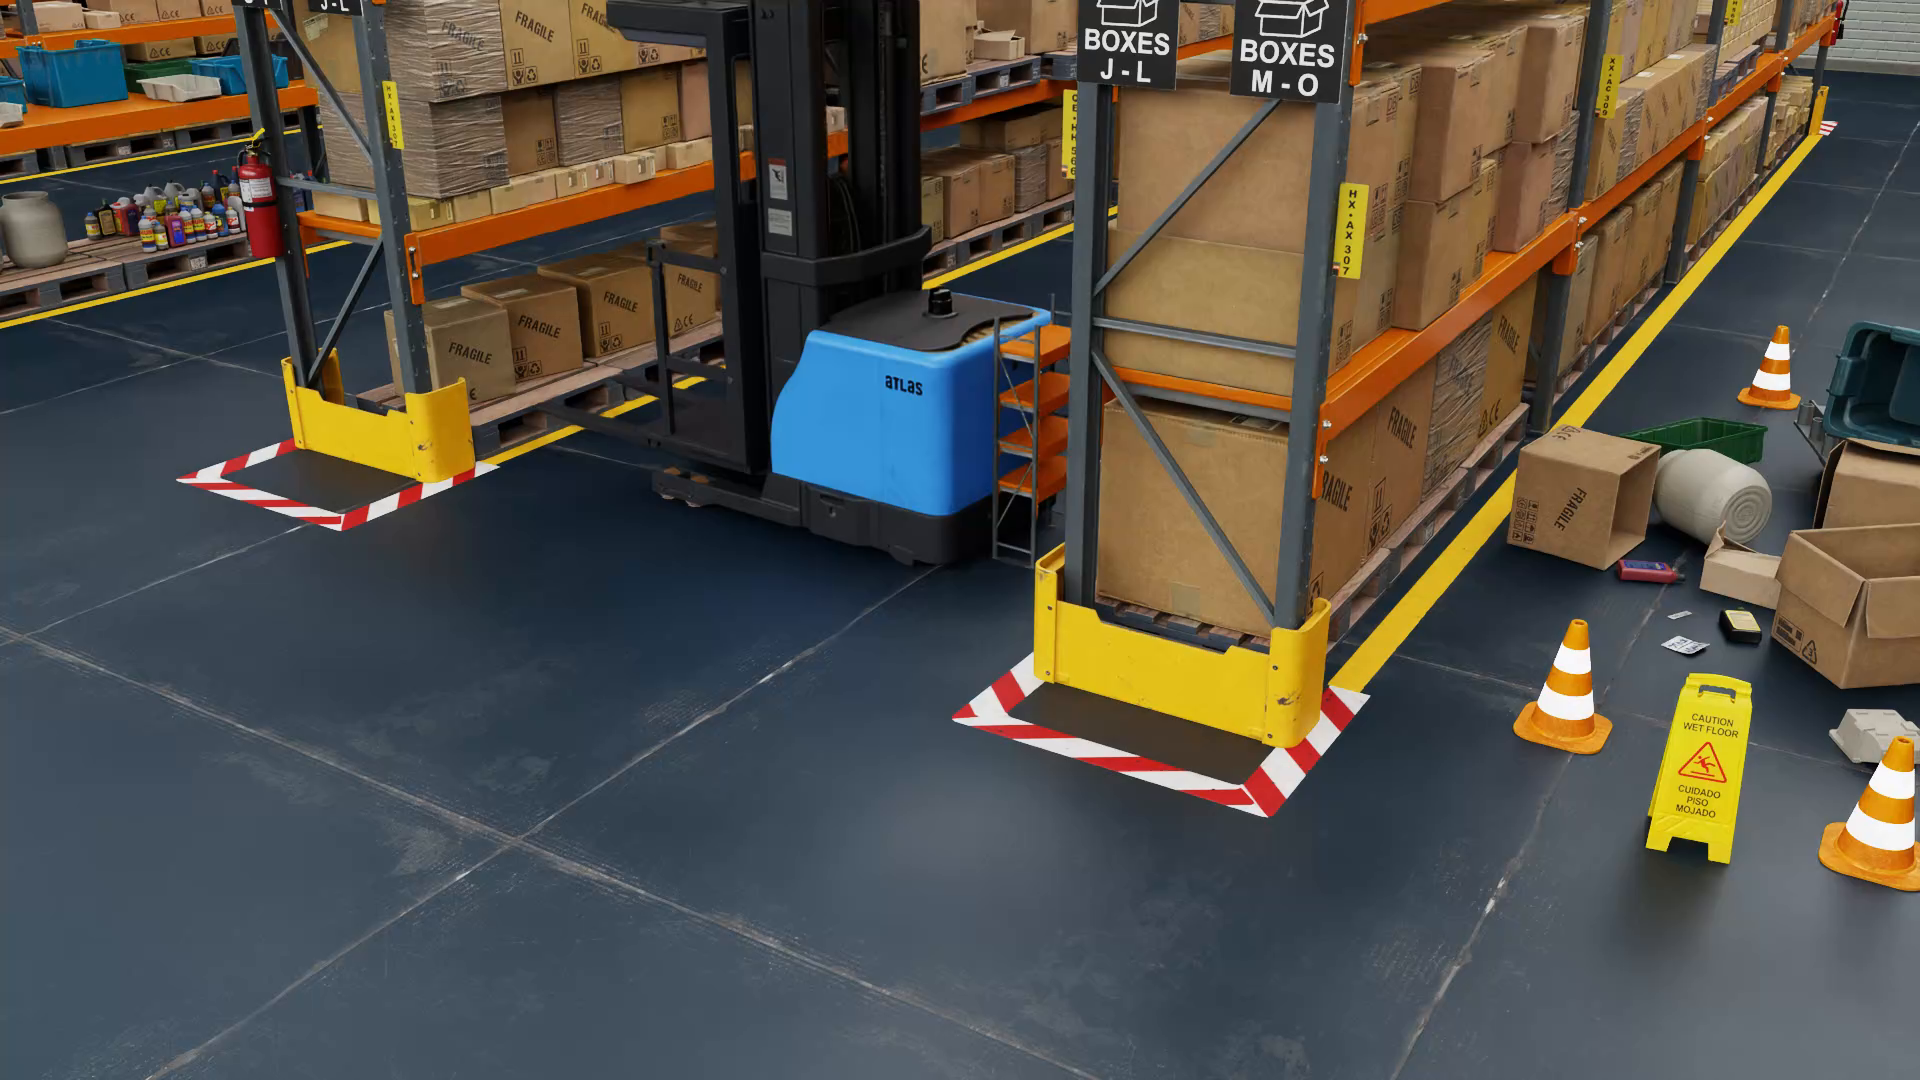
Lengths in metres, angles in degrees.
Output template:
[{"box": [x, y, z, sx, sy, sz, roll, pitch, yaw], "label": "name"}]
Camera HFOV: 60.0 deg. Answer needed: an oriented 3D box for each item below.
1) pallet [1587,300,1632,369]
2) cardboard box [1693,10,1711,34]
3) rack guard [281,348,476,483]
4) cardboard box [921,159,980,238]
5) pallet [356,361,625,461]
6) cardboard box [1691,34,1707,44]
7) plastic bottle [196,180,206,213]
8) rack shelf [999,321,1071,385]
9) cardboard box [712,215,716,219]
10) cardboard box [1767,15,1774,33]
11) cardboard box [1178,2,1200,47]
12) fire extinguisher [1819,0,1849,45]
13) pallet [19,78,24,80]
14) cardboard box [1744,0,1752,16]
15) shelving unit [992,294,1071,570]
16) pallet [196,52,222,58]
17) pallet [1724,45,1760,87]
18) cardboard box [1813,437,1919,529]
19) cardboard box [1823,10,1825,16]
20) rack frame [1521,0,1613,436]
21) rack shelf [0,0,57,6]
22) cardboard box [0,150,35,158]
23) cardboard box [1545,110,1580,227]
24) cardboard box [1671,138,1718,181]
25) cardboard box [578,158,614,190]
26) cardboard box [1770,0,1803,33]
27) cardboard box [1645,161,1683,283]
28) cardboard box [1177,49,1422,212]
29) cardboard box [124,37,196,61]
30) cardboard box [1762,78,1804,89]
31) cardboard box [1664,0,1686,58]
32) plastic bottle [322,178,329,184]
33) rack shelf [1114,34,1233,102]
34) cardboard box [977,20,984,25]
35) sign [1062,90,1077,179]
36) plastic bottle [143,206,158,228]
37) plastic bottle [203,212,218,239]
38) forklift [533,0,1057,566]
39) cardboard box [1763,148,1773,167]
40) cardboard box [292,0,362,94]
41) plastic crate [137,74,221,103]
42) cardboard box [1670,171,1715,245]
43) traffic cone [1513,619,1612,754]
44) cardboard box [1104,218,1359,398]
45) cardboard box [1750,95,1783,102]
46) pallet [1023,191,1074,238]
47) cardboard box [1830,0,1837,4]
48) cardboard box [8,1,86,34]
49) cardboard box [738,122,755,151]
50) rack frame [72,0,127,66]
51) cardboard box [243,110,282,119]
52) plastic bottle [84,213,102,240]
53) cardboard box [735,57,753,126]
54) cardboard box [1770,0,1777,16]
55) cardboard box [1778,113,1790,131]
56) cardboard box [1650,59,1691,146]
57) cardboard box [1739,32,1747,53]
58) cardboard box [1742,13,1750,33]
[{"box": [3.978, -1.514, 11.481, 1.003, 0.211, 1.213, 14, 27, 29], "label": "pallet"}, {"box": [5.513, -3.921, 12.570, 0.380, 0.149, 0.250, 14, 27, 29], "label": "cardboard box"}, {"box": [-3.238, -0.706, 9.251, 1.175, 0.500, 0.348, 14, 27, 29], "label": "rack guard"}, {"box": [-0.264, -2.781, 13.490, 0.700, 0.500, 0.500, 11, 26, 24], "label": "cardboard box"}, {"box": [-2.779, -0.840, 9.924, 1.003, 0.211, 1.213, 14, 27, 29], "label": "pallet"}, {"box": [5.528, -3.789, 12.639, 0.380, 0.149, 0.250, 15, 28, 31], "label": "cardboard box"}, {"box": [-6.376, -2.874, 13.979, 0.061, 0.283, 0.133, 15, 28, 31], "label": "plastic bottle"}, {"box": [0.398, -0.878, 7.778, 0.258, 0.148, 0.480, 16, 28, 32], "label": "rack shelf"}, {"box": [-1.413, -2.096, 11.934, 0.500, 0.500, 0.500, 13, 27, 27], "label": "cardboard box"}, {"box": [7.171, -4.706, 15.132, 0.380, 0.149, 0.250, 13, 27, 28], "label": "cardboard box"}, {"box": [1.967, -5.028, 15.964, 0.500, 0.500, 0.500, 13, 27, 28], "label": "cardboard box"}, {"box": [9.847, -5.935, 18.752, 0.296, 0.674, 0.183, 14, 27, 29], "label": "fire extinguisher"}, {"box": [-12.096, -6.098, 22.071, 1.003, 0.211, 1.213, 14, 27, 29], "label": "pallet"}, {"box": [6.337, -4.447, 13.785, 0.380, 0.149, 0.250, 13, 27, 28], "label": "cardboard box"}, {"box": [0.398, -0.517, 7.934, 0.258, 1.200, 0.503, 16, 28, 32], "label": "shelving unit"}, {"box": [-10.558, -7.022, 24.205, 1.003, 0.211, 1.213, 14, 27, 29], "label": "pallet"}, {"box": [6.112, -4.042, 14.053, 1.003, 0.211, 1.213, 14, 27, 29], "label": "pallet"}, {"box": [4.403, -0.108, 7.695, 0.797, 0.637, 0.503, 14, 27, 29], "label": "cardboard box"}, {"box": [9.227, -5.793, 18.172, 0.380, 0.149, 0.250, 14, 27, 29], "label": "cardboard box"}, {"box": [2.992, -2.104, 9.334, 1.000, 3.000, 0.127, 14, 27, 29], "label": "rack frame"}, {"box": [-12.738, -6.636, 20.709, 1.077, 0.370, 4.000, 14, 27, 29], "label": "rack shelf"}, {"box": [-9.641, -3.983, 16.607, 0.500, 0.250, 0.500, 14, 27, 29], "label": "cardboard box"}, {"box": [2.808, -2.045, 9.010, 0.875, 0.550, 0.550, 14, 27, 29], "label": "cardboard box"}, {"box": [5.672, -3.025, 13.137, 0.500, 0.250, 0.500, 13, 26, 27], "label": "cardboard box"}, {"box": [-2.272, -2.181, 9.829, 0.380, 0.149, 0.250, 14, 27, 29], "label": "cardboard box"}, {"box": [7.688, -5.100, 15.756, 0.500, 0.500, 0.500, 13, 27, 28], "label": "cardboard box"}, {"box": [4.705, -2.427, 12.384, 1.050, 0.750, 0.750, 13, 27, 28], "label": "cardboard box"}, {"box": [1.323, -1.640, 6.715, 0.875, 0.550, 0.550, 14, 27, 29], "label": "cardboard box"}, {"box": [-11.183, -7.068, 22.979, 0.750, 0.750, 0.750, 13, 27, 28], "label": "cardboard box"}, {"box": [9.077, -5.007, 18.350, 0.380, 0.149, 0.250, 14, 27, 30], "label": "cardboard box"}, {"box": [4.591, -3.638, 11.493, 0.700, 0.500, 0.500, 13, 27, 28], "label": "cardboard box"}, {"box": [-5.350, -2.939, 14.128, 0.061, 0.283, 0.133, 15, 28, 32], "label": "plastic bottle"}, {"box": [1.997, -4.872, 16.634, 1.077, 0.370, 4.000, 14, 27, 29], "label": "rack shelf"}, {"box": [-0.138, -4.134, 13.683, 0.500, 0.250, 0.500, 13, 27, 27], "label": "cardboard box"}, {"box": [0.429, -1.512, 6.211, 0.100, 0.325, 0.005, 14, 27, 29], "label": "sign"}, {"box": [-6.544, -2.601, 13.451, 0.097, 0.201, 0.097, 0, 23, 0], "label": "plastic bottle"}, {"box": [-5.979, -2.512, 13.246, 0.097, 0.201, 0.097, 0, 23, 0], "label": "plastic bottle"}, {"box": [-1.003, -1.666, 8.408, 3.031, 2.935, 1.130, 16, 28, 32], "label": "forklift"}, {"box": [7.677, -3.744, 16.182, 0.380, 0.149, 0.250, 13, 26, 27], "label": "cardboard box"}, {"box": [-3.198, -2.706, 8.966, 0.500, 0.500, 0.500, 14, 27, 29], "label": "cardboard box"}, {"box": [-6.017, -3.493, 12.875, 0.530, 0.136, 0.437, 14, 27, 29], "label": "plastic crate"}, {"box": [5.692, -2.685, 13.293, 0.500, 0.500, 0.500, 13, 26, 27], "label": "cardboard box"}, {"box": [2.369, 0.529, 6.446, 0.336, 0.463, 0.334, 14, 27, 29], "label": "traffic cone"}, {"box": [1.040, -0.957, 6.496, 0.875, 0.550, 0.550, 14, 27, 29], "label": "cardboard box"}, {"box": [8.253, -4.481, 17.136, 0.380, 0.149, 0.250, 13, 26, 27], "label": "cardboard box"}, {"box": [0.528, -2.984, 14.877, 1.003, 0.211, 1.213, 14, 27, 29], "label": "pallet"}, {"box": [9.304, -6.131, 18.135, 0.500, 0.500, 0.500, 14, 27, 30], "label": "cardboard box"}, {"box": [-9.360, -5.361, 17.047, 0.500, 0.250, 0.500, 16, 28, 32], "label": "cardboard box"}, {"box": [-1.392, -2.666, 10.948, 0.380, 0.149, 0.250, 14, 27, 29], "label": "cardboard box"}, {"box": [-11.683, -7.641, 22.125, 1.000, 3.000, 0.127, 14, 27, 29], "label": "rack frame"}, {"box": [-8.079, -4.963, 18.871, 0.500, 0.250, 0.500, 15, 27, 30], "label": "cardboard box"}, {"box": [-6.890, -2.494, 13.205, 0.097, 0.201, 0.097, 0, 23, 0], "label": "plastic bottle"}, {"box": [-1.752, -3.059, 11.041, 0.875, 0.500, 0.500, 14, 27, 29], "label": "cardboard box"}, {"box": [7.170, -4.842, 15.072, 0.380, 0.149, 0.250, 15, 27, 31], "label": "cardboard box"}, {"box": [8.327, -4.324, 17.149, 0.380, 0.149, 0.250, 14, 27, 29], "label": "cardboard box"}, {"box": [4.565, -2.954, 11.173, 0.500, 0.500, 0.500, 13, 27, 28], "label": "cardboard box"}, {"box": [6.346, -4.175, 13.907, 0.380, 0.149, 0.250, 13, 27, 27], "label": "cardboard box"}, {"box": [6.345, -4.316, 13.856, 0.380, 0.149, 0.250, 15, 28, 31], "label": "cardboard box"}]
